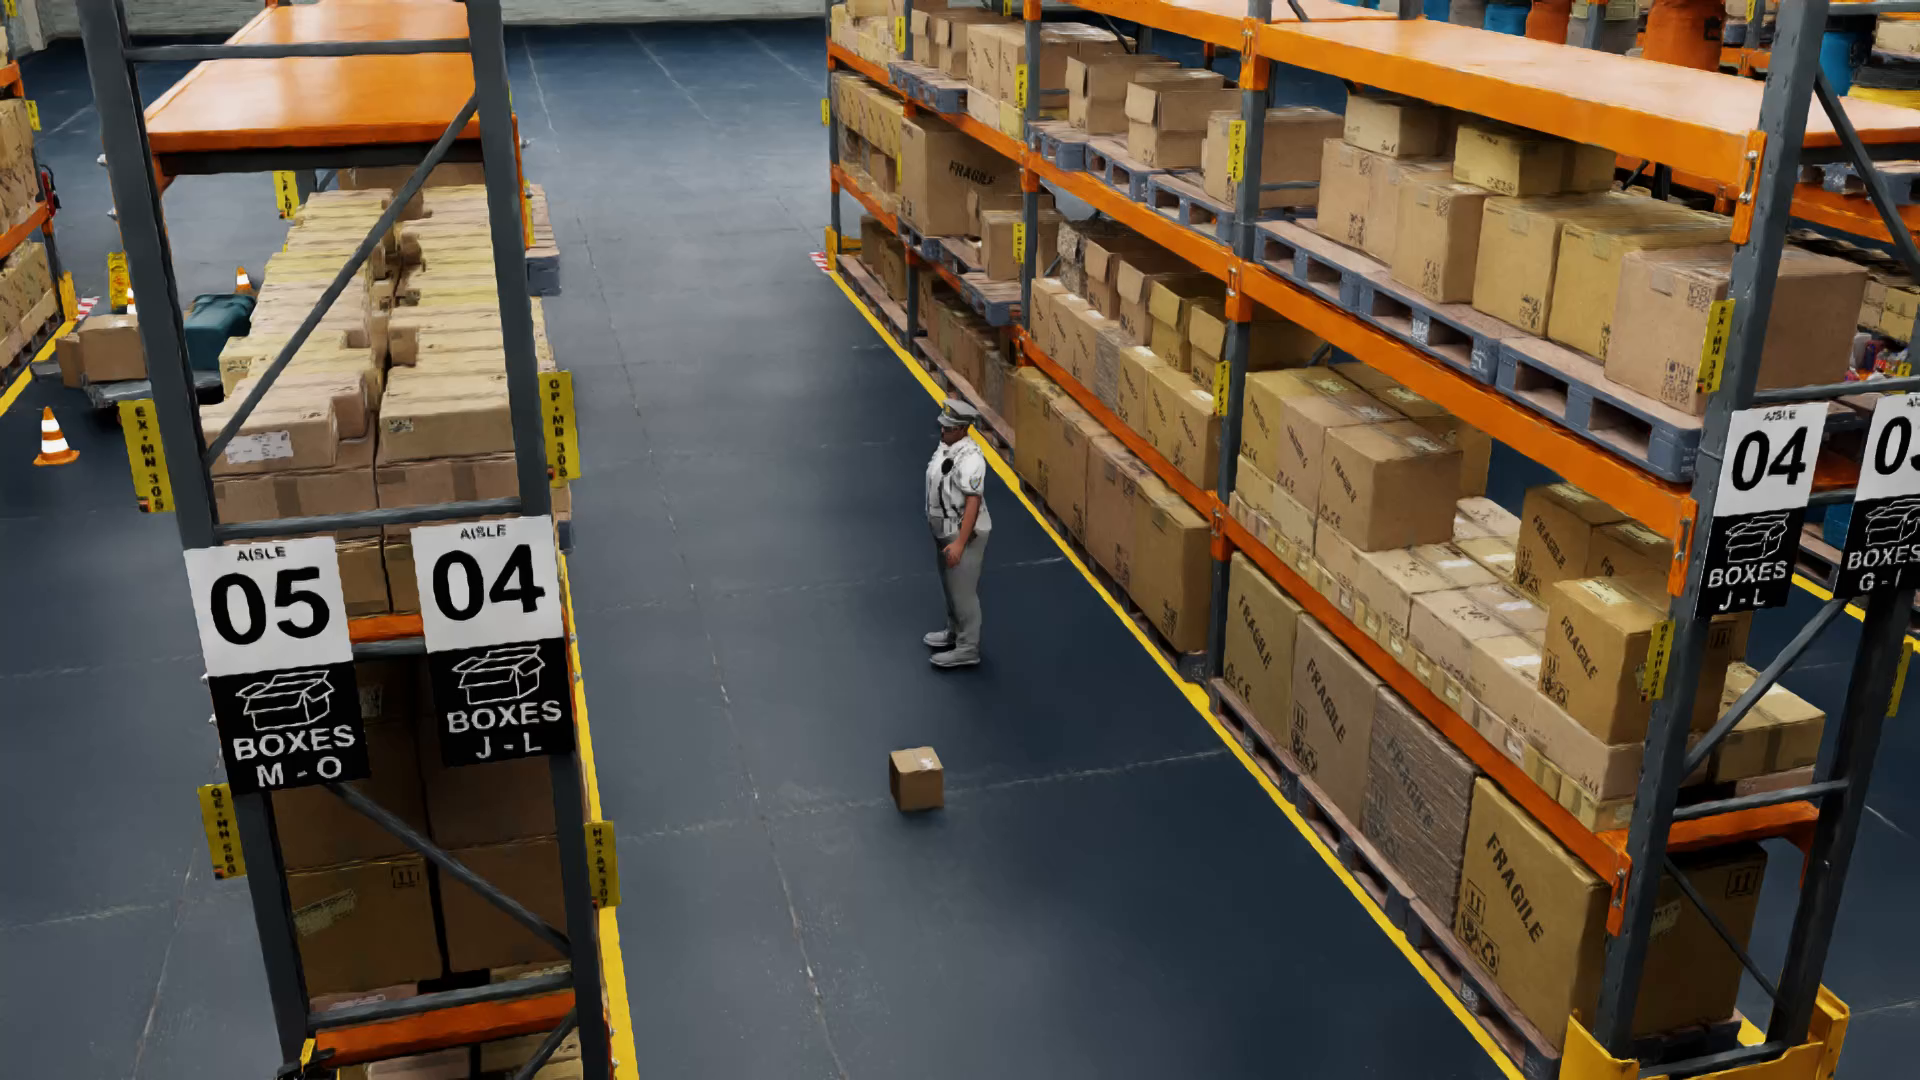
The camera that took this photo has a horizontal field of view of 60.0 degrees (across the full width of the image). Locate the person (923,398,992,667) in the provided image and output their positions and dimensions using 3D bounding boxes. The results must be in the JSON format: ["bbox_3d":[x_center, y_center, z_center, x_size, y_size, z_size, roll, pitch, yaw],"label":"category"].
[{"bbox_3d":[-0.026,-0.056,10.721,0.419,1.768,0.577,-8,24,-18],"label":"person"}]
